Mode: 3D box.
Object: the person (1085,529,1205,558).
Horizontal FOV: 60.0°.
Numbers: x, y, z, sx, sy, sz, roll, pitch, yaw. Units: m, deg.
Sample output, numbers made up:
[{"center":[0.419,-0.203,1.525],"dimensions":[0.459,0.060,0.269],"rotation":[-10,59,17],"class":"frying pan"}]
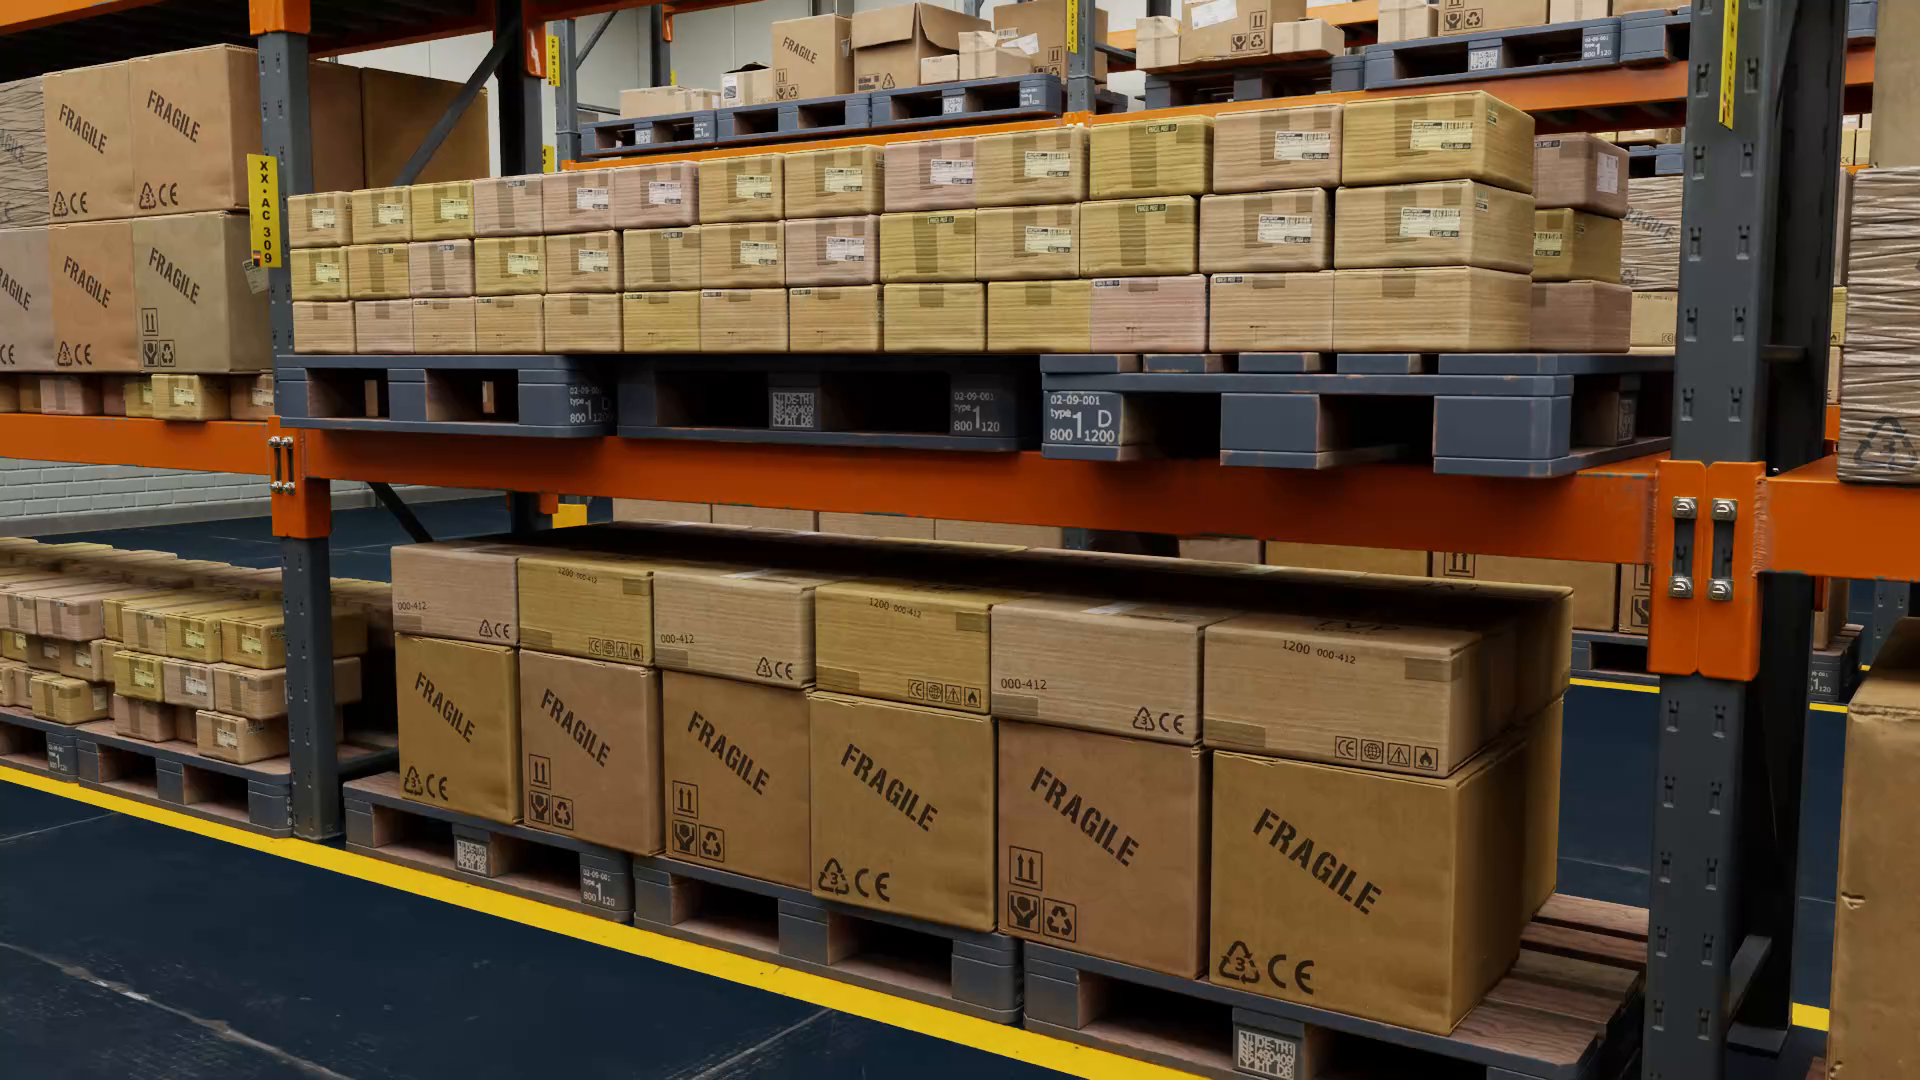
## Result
[{"center":[0.763,-0.042,6.299],"dimensions":[0.563,1.720,0.494],"rotation":[4,7,33],"class":"person"}]
